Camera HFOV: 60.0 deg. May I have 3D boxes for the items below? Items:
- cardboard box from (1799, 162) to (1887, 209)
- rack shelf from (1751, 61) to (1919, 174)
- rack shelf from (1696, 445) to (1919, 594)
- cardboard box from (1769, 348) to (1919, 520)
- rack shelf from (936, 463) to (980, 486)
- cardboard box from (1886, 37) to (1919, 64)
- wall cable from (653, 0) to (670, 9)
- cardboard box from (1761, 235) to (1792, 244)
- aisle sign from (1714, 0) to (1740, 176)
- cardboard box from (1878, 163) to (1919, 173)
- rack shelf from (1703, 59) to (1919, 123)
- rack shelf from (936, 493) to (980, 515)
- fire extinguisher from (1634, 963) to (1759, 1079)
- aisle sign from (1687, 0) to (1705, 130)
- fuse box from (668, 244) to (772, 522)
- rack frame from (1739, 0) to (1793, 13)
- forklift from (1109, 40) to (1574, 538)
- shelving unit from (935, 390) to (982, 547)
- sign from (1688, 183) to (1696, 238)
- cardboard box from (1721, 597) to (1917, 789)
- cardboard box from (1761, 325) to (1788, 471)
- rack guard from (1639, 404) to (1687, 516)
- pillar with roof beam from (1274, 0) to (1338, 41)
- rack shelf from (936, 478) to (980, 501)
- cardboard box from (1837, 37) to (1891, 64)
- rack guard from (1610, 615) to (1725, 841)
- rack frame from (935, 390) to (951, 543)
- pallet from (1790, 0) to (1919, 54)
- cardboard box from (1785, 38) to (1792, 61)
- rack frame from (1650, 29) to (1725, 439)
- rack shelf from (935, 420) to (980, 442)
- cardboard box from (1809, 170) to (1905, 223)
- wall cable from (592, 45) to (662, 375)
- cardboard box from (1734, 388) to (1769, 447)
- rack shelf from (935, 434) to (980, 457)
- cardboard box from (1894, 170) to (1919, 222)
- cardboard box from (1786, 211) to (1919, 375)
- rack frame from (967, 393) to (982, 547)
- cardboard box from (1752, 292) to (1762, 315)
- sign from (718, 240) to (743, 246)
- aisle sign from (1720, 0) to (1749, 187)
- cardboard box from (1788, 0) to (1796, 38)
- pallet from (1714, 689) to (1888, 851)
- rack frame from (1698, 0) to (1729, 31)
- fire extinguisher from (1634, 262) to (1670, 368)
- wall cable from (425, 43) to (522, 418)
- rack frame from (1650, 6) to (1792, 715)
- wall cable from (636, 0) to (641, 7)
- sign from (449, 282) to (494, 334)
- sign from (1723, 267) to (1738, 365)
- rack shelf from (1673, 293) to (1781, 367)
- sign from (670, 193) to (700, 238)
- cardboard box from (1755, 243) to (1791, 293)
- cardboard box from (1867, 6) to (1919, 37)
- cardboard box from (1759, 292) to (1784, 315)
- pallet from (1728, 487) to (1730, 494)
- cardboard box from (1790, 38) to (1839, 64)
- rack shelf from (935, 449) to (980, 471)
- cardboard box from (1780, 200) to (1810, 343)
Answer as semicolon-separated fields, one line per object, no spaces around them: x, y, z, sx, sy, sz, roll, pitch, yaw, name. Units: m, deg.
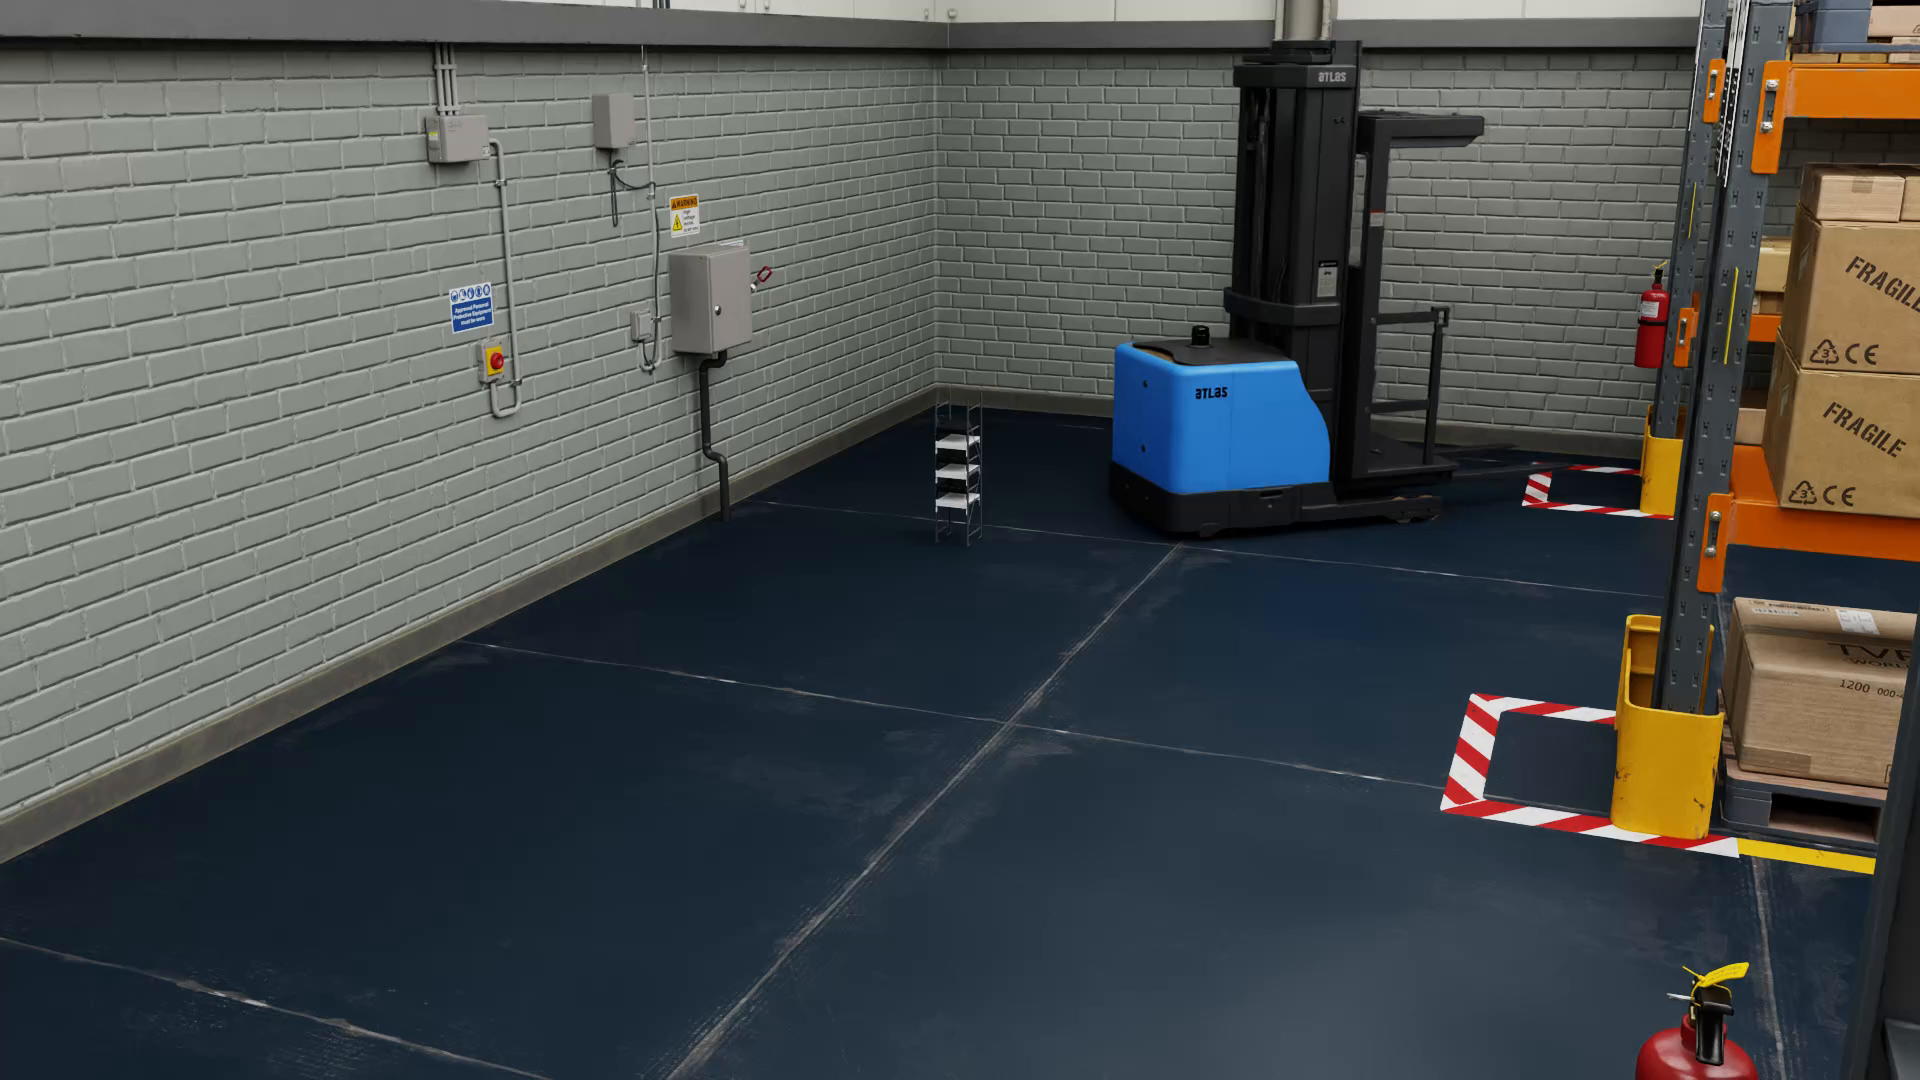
3.296;-1.323;6.215;0.250;0.149;0.380;7;17;21;cardboard box
4.749;-1.359;5.384;4.000;0.370;1.077;6;17;21;rack shelf
4.749;0.082;5.802;4.000;0.370;1.077;6;17;21;rack shelf
3.230;-0.393;5.967;0.500;0.500;0.500;6;17;20;cardboard box
-0.008;-0.401;10.060;0.200;0.077;0.258;6;17;21;rack shelf
5.598;-2.880;9.784;0.250;0.149;0.380;7;17;22;cardboard box
-1.171;-4.789;10.464;0.133;3.039;2.988;6;17;21;wall cable
5.232;-1.849;10.896;0.500;0.250;0.500;7;18;22;cardboard box
2.935;-1.804;6.346;0.004;0.787;0.394;6;17;21;aisle sign
3.541;-1.303;6.147;0.250;0.149;0.380;7;17;22;cardboard box
6.567;-2.646;9.819;4.000;0.370;1.077;6;17;21;rack shelf
-0.008;-0.228;10.111;0.200;0.077;0.258;6;17;21;rack shelf
1.101;0.897;2.512;0.183;0.674;0.296;6;17;21;fire extinguisher
4.535;-2.935;10.241;0.004;0.787;0.394;6;17;21;aisle sign
-1.459;-0.950;10.377;0.414;1.711;0.539;6;17;21;fuse box
2.889;-3.349;5.570;0.127;3.000;1.000;6;17;21;rack frame
2.554;-1.647;10.588;3.031;2.935;1.130;-5;17;-18;forklift
-0.008;-0.433;10.051;0.210;0.900;0.258;6;17;21;shelving unit
4.507;-2.031;10.236;0.005;0.325;0.100;6;17;21;sign
3.539;0.602;6.562;0.875;0.438;0.875;6;17;19;cardboard box
3.434;-0.536;6.459;0.500;0.500;0.500;6;17;21;cardboard box
4.777;-0.548;11.164;0.348;0.500;1.175;6;17;21;rack guard
0.949;-4.030;7.915;0.400;9.000;9.100;6;17;21;pillar with roof beam
-0.008;-0.315;10.085;0.200;0.077;0.258;6;17;21;rack shelf
5.403;-2.932;9.964;0.250;0.149;0.380;6;17;21;cardboard box
2.866;0.730;6.763;0.348;0.500;1.175;6;17;21;rack guard
-0.102;-0.443;10.087;0.006;0.900;0.240;6;17;21;rack frame
3.583;-1.793;5.748;1.213;0.211;1.003;6;17;21;pallet
4.918;-2.983;10.139;0.250;0.149;0.380;7;17;22;cardboard box
4.706;-1.756;10.842;0.127;3.000;1.000;6;17;21;rack frame
-0.008;-0.660;9.985;0.200;0.077;0.258;6;17;21;rack shelf
3.117;-1.200;5.790;0.250;0.149;0.380;7;17;22;cardboard box
-1.856;-1.896;9.502;0.122;1.984;0.588;6;17;21;wall cable
5.241;-0.672;10.831;0.637;0.503;0.797;6;17;18;cardboard box
-0.008;-0.574;10.010;0.200;0.077;0.258;6;17;21;rack shelf
3.387;-1.191;5.761;0.250;0.149;0.380;7;17;22;cardboard box
3.231;-0.873;5.829;0.500;0.500;0.500;6;17;19;cardboard box
0.087;-0.423;10.015;0.006;0.900;0.240;6;17;21;rack frame
4.911;-1.530;10.516;0.250;0.149;0.380;6;17;20;cardboard box
-1.470;-1.672;10.725;0.001;0.494;0.329;6;17;21;sign
2.715;-1.649;5.810;0.004;0.787;0.394;6;17;21;aisle sign
5.019;-3.151;10.003;0.500;0.250;0.500;6;17;20;cardboard box
3.661;0.933;6.583;1.213;0.211;1.003;6;17;21;pallet
4.706;-4.637;10.005;0.127;3.000;1.000;6;17;21;rack frame
4.400;-1.435;10.544;0.183;0.674;0.296;6;17;21;fire extinguisher
-2.365;-1.542;8.226;0.123;1.953;0.585;6;17;21;wall cable
2.889;-0.468;6.406;0.127;3.000;1.000;6;17;21;rack frame
-2.228;-4.053;7.993;0.029;3.000;2.355;6;17;21;wall cable
-2.440;-1.162;8.313;0.001;0.218;0.327;6;17;21;sign
2.679;-0.779;5.781;0.005;0.325;0.100;6;17;21;sign
6.567;-1.206;10.237;4.000;0.370;1.077;6;17;21;rack shelf
-1.672;-1.972;10.106;0.001;0.242;0.339;6;17;21;sign
5.030;-1.710;10.421;0.500;0.250;0.500;6;17;21;cardboard box
5.499;-3.104;9.842;0.500;0.250;0.500;7;17;22;cardboard box
5.165;-1.516;10.468;0.250;0.149;0.380;7;18;22;cardboard box
5.519;-0.328;10.924;1.213;0.211;1.003;6;17;21;pallet
5.171;-2.963;10.070;0.250;0.149;0.380;7;17;22;cardboard box
-0.008;-0.487;10.035;0.200;0.077;0.258;6;17;21;rack shelf
3.424;-1.009;6.296;0.500;0.500;0.500;7;18;22;cardboard box
